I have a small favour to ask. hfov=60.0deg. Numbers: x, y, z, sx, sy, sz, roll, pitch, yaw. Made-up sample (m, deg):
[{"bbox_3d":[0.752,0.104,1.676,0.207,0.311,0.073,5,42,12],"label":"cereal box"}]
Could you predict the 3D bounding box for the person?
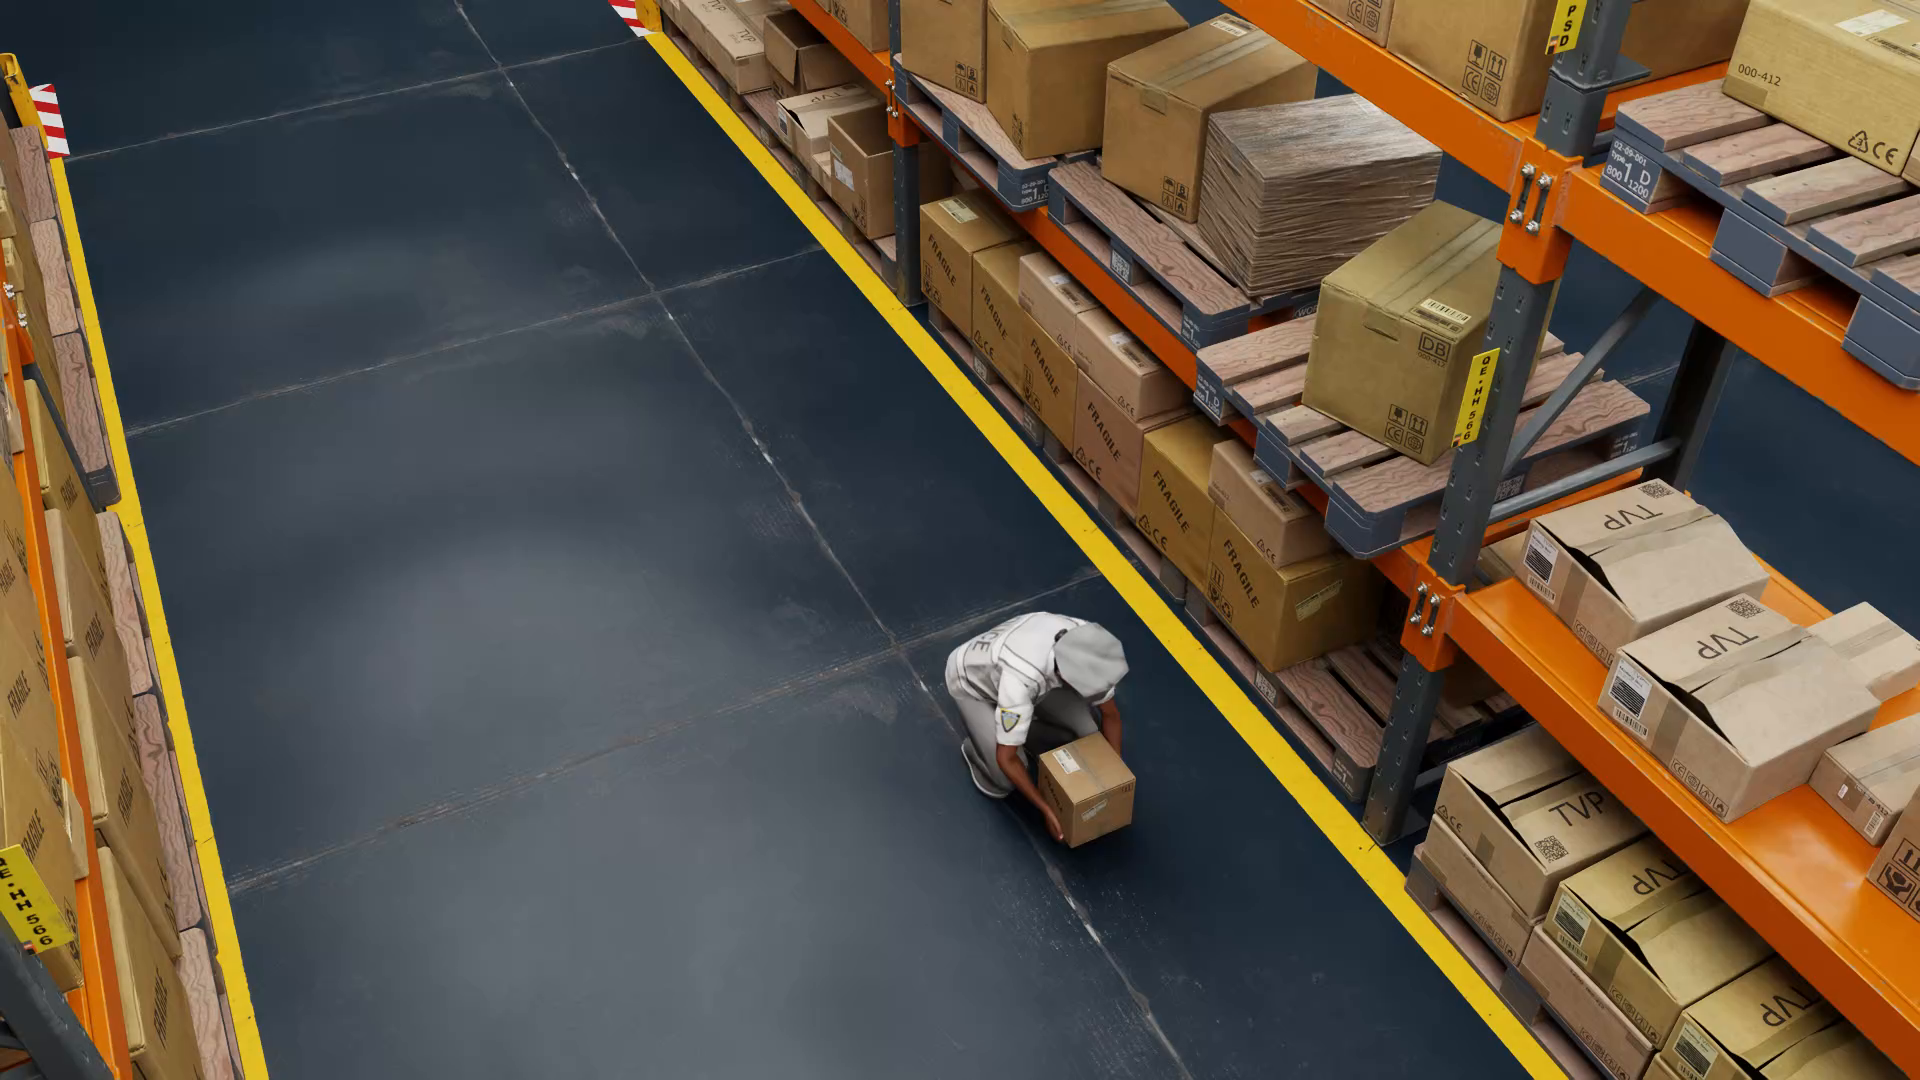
[{"bbox_3d":[0.276,0.589,6.040,0.499,0.957,0.833,-20,45,-21],"label":"person"}]
